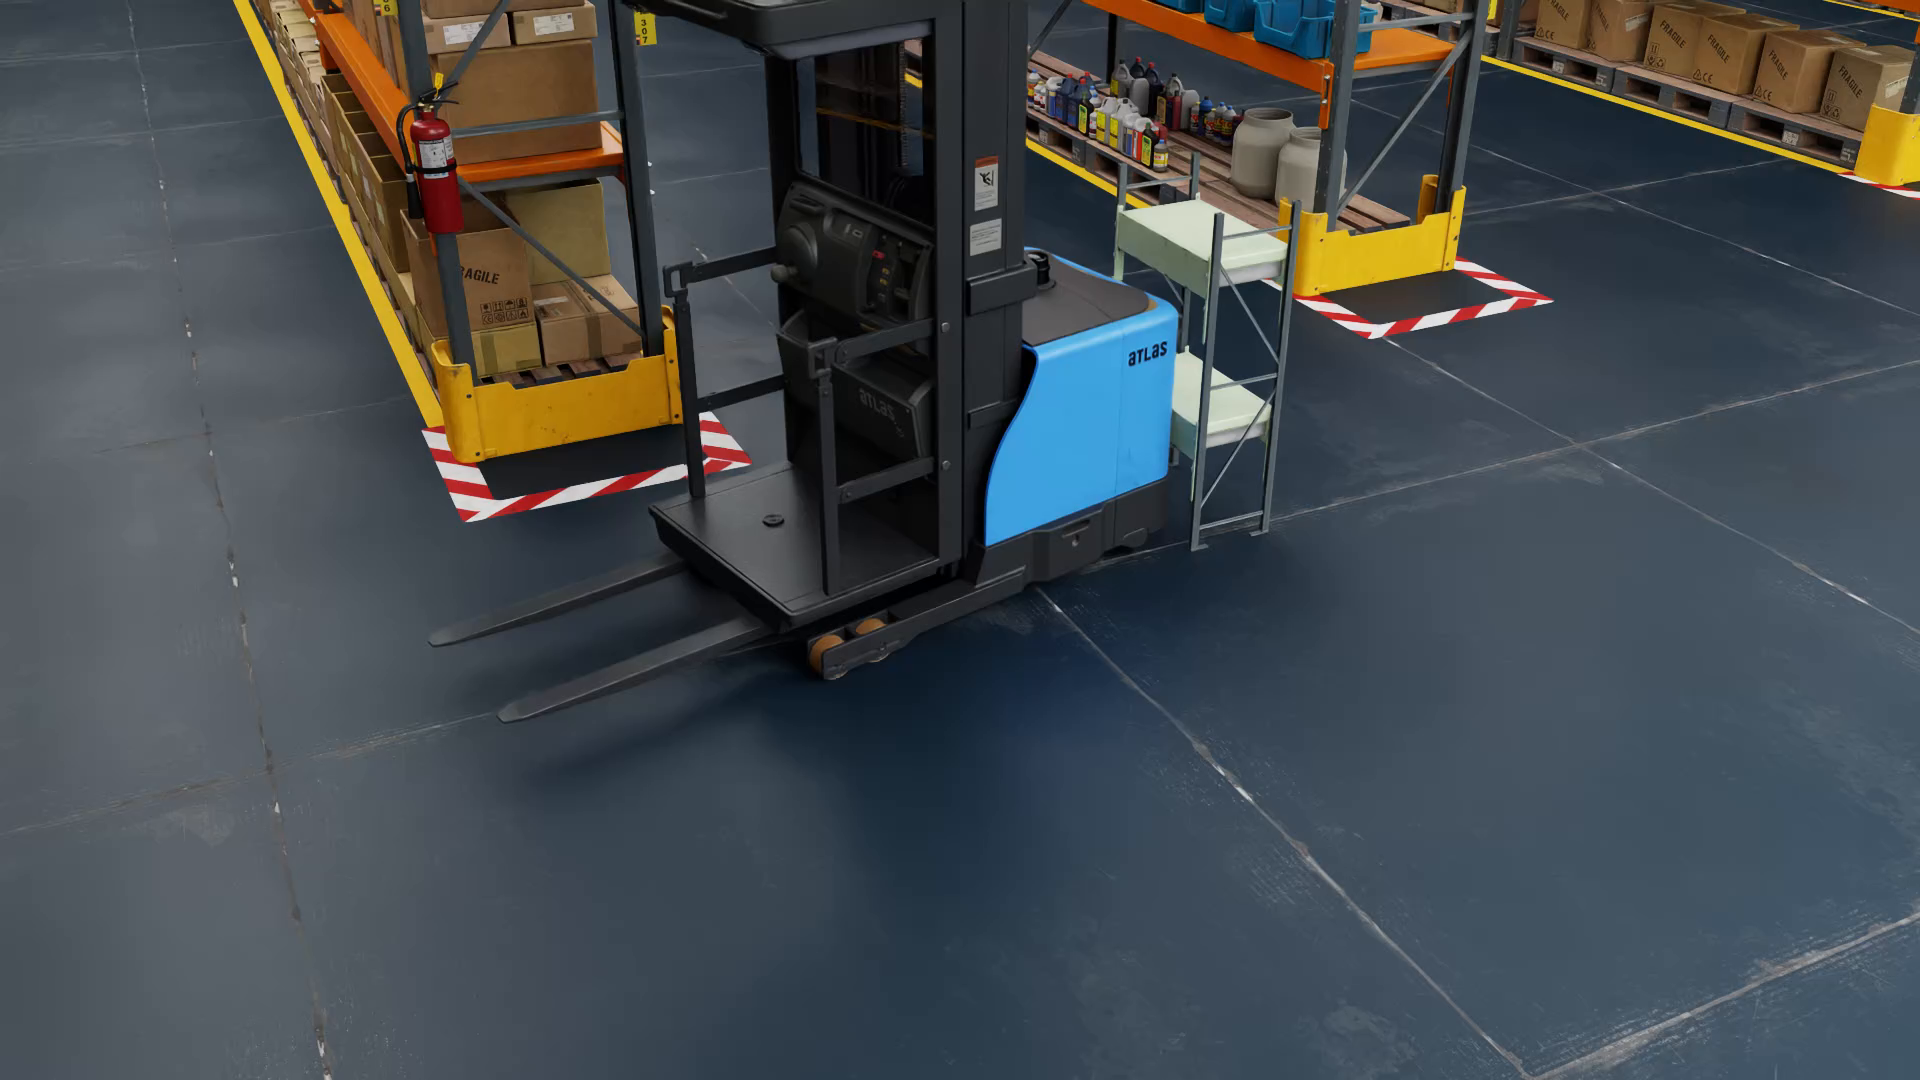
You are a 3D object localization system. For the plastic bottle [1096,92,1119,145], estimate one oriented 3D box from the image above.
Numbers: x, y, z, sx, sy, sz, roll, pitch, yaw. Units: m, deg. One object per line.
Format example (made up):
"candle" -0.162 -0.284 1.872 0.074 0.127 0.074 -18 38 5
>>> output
"plastic bottle" 1.060 -2.998 11.789 0.144 0.351 0.185 -13 32 -22

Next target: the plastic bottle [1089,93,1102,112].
"plastic bottle" 0.974 -3.094 12.041 0.097 0.271 0.097 0 29 0

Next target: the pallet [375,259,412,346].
"pallet" -2.820 -1.522 9.749 1.003 0.211 1.213 -13 32 -22

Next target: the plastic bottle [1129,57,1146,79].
"plastic bottle" 1.361 -3.489 12.664 0.144 0.351 0.185 -14 32 -23

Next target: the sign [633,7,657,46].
"sign" -1.430 -2.397 7.492 0.100 0.325 0.005 -13 32 -22

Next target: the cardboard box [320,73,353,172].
"cardboard box" -3.735 -2.679 10.575 0.500 0.500 0.500 -13 32 -22

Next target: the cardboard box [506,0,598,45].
"cardboard box" -1.908 -2.416 7.727 0.380 0.149 0.250 -13 32 -22

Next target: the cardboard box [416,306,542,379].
"cardboard box" -2.431 -1.030 8.402 0.500 0.250 0.500 -13 32 -22

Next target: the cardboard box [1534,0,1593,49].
"cardboard box" 5.433 -4.624 14.557 0.500 0.500 0.500 -14 32 -23

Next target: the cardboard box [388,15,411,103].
"cardboard box" -2.560 -2.575 8.674 0.700 0.500 0.500 -13 32 -22

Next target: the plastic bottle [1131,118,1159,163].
"plastic bottle" 1.274 -2.750 11.422 0.152 0.276 0.135 -13 32 -22

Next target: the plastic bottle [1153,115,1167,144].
"plastic bottle" 1.370 -2.776 11.461 0.061 0.283 0.133 -13 32 -22

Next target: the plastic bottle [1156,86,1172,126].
"plastic bottle" 1.501 -3.200 12.216 0.061 0.283 0.133 -13 32 -22

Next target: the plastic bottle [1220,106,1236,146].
"plastic bottle" 1.897 -2.929 11.747 0.097 0.271 0.097 0 29 0

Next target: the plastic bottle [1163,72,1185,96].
"plastic bottle" 1.582 -3.262 12.259 0.144 0.351 0.185 -13 32 -22

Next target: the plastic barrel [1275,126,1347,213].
"plastic barrel" 2.190 -2.282 10.368 0.421 0.512 0.421 0 29 0

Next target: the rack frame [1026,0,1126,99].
"rack frame" 0.824 -4.677 12.523 1.000 3.000 0.127 -13 32 -22

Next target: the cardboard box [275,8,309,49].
"cardboard box" -5.175 -4.110 13.322 0.500 0.311 0.500 -14 32 -23

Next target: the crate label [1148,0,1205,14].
"crate label" 1.507 -3.681 10.712 0.502 0.435 0.616 -13 32 -22

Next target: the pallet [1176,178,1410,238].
"pallet" 2.122 -2.077 10.739 1.003 0.211 1.213 -13 32 -22

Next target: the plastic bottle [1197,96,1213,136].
"plastic bottle" 1.767 -3.063 11.985 0.097 0.271 0.097 0 29 0

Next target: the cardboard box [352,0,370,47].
"cardboard box" -3.223 -3.256 9.887 0.700 0.500 0.500 -13 32 -22

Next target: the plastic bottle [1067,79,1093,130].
"plastic bottle" 0.877 -3.186 12.124 0.144 0.351 0.185 -15 32 -24

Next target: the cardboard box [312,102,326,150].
"cardboard box" -4.306 -2.968 11.859 0.500 0.250 0.500 -14 32 -23

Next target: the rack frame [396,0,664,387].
"rack frame" -1.934 -1.871 7.520 1.000 3.000 0.127 -13 32 -22

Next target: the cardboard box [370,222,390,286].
"cardboard box" -3.086 -1.690 9.579 0.500 0.250 0.500 -13 32 -22

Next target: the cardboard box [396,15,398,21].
"cardboard box" -2.493 -2.555 7.974 0.380 0.149 0.250 -14 32 -23

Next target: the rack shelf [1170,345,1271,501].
"rack shelf" 1.010 -0.527 7.323 0.431 0.370 0.720 -13 32 -22

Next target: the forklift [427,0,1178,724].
"forklift" -0.569 -1.042 6.111 3.031 2.935 1.130 -21 35 -32

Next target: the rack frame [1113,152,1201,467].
"rack frame" 0.851 -0.972 7.451 0.400 1.500 0.023 -13 32 -22

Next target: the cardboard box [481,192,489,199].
"cardboard box" -2.406 -1.905 9.195 0.500 0.500 0.500 -13 32 -22

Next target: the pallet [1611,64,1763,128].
"pallet" 6.146 -3.672 13.582 1.003 0.211 1.213 -13 32 -22

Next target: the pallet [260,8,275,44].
"pallet" -6.174 -5.065 16.067 1.003 0.211 1.213 -13 32 -22

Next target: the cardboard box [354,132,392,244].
"cardboard box" -3.089 -2.017 9.394 0.500 0.500 0.500 -13 32 -22

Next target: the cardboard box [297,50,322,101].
"cardboard box" -4.525 -3.435 12.117 0.500 0.311 0.500 -13 32 -22

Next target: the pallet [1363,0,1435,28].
"pallet" 4.434 -5.384 16.635 1.003 0.211 1.213 -13 32 -22

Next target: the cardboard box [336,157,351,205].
"cardboard box" -3.726 -2.354 10.762 0.500 0.250 0.500 -13 32 -22

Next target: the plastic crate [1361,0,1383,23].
"plastic crate" 2.448 -3.258 10.262 0.298 0.136 0.250 -13 32 -22

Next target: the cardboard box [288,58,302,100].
"cardboard box" -4.963 -3.646 13.067 0.500 0.250 0.500 -14 32 -23

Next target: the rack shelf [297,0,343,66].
"rack shelf" -4.510 -4.208 12.423 1.077 0.370 4.000 -13 32 -22

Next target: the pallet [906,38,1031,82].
"pallet" -0.076 -4.339 14.772 1.003 0.211 1.213 -13 32 -22

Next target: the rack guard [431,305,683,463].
"rack guard" -1.923 -0.770 8.113 1.175 0.500 0.348 -13 32 -22

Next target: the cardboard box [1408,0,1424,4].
"cardboard box" 4.625 -5.556 16.197 0.700 0.500 0.500 -16 33 -26

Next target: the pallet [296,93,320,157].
"pallet" -4.530 -3.279 12.882 1.003 0.211 1.213 -13 32 -22

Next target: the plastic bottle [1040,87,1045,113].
"plastic bottle" 0.652 -3.325 12.525 0.097 0.201 0.097 0 29 0

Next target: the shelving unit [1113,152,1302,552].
"shelving unit" 1.010 -0.811 7.163 0.431 1.500 0.755 -13 32 -22

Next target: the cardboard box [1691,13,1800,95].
"cardboard box" 6.223 -3.859 13.192 0.500 0.500 0.500 -10 31 -17

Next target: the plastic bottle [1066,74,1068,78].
"plastic bottle" 0.825 -3.337 12.461 0.061 0.283 0.133 -13 32 -22

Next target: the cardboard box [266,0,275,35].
"cardboard box" -5.982 -4.871 14.975 0.500 0.500 0.500 -12 31 -20
